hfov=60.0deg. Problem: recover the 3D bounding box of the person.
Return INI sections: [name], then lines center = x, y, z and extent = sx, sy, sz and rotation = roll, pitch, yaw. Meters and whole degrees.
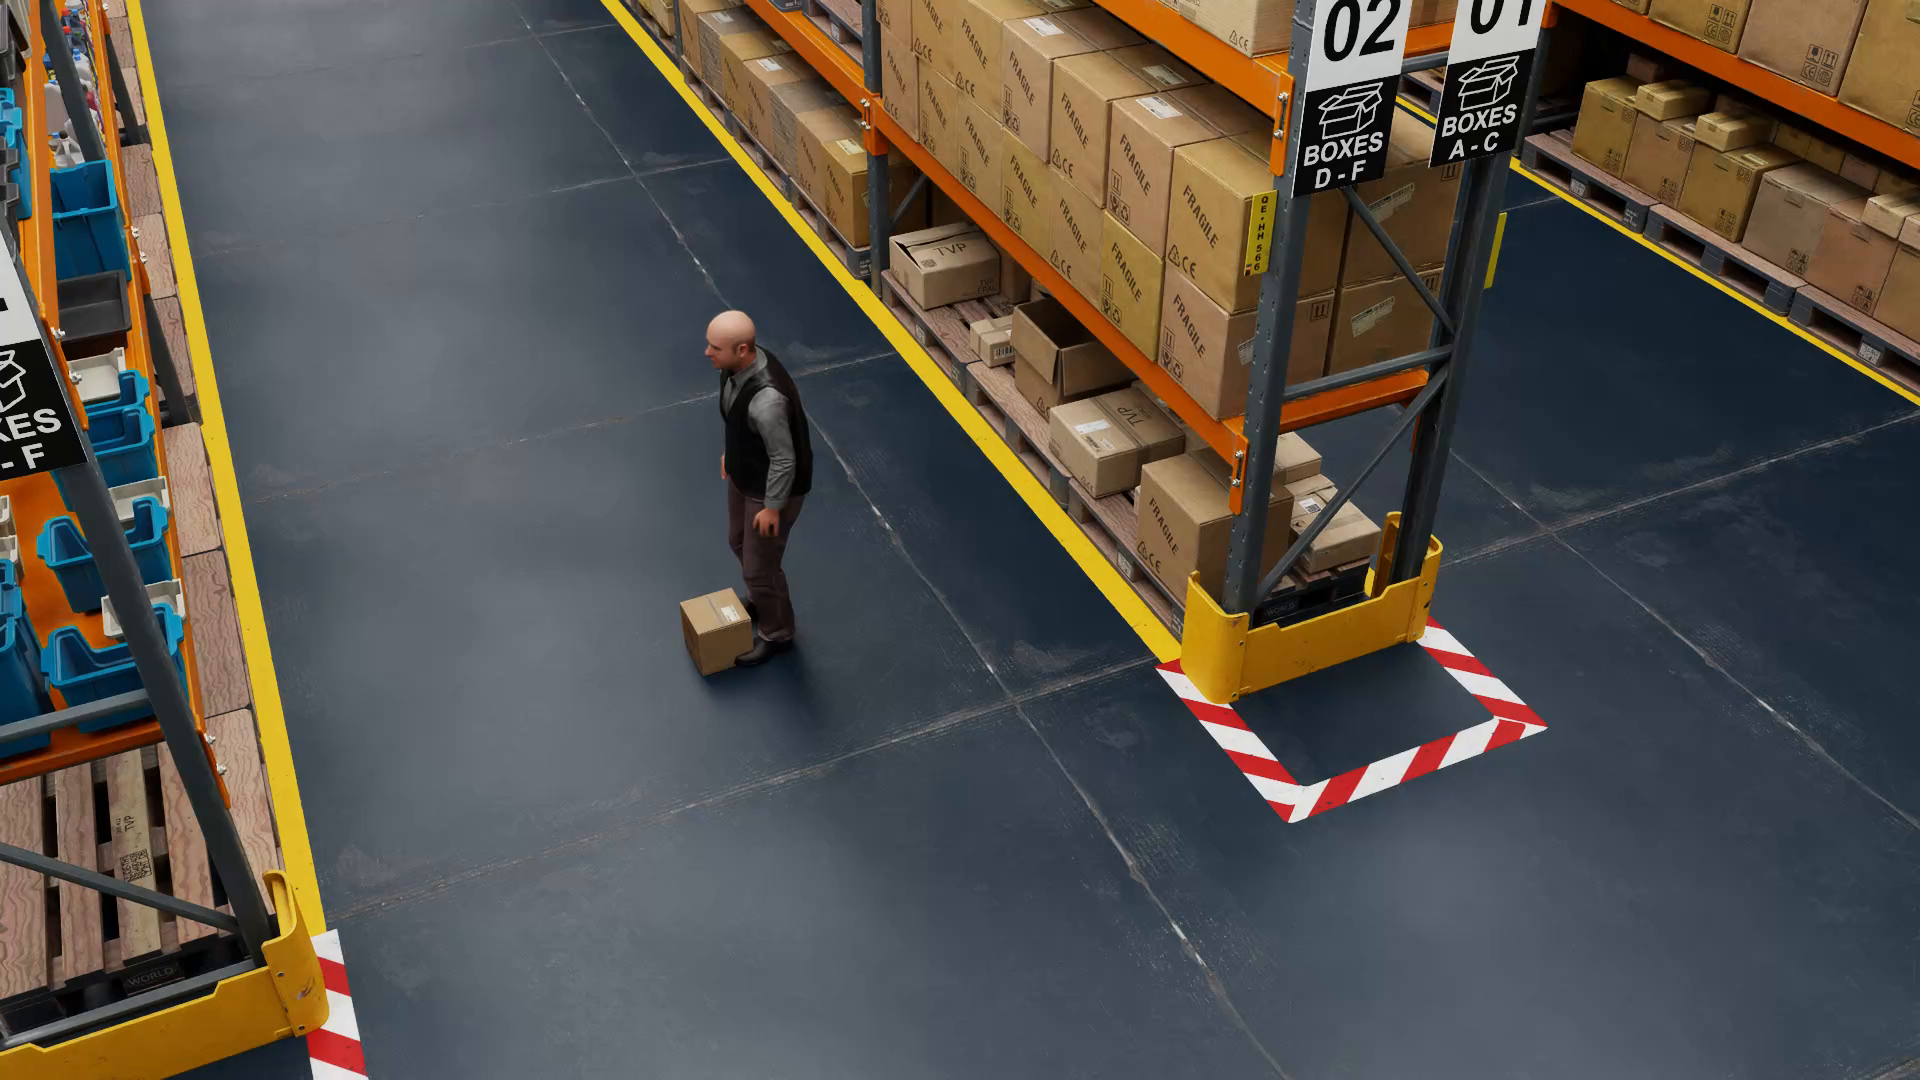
[person]
center = -0.873, -0.243, 7.197
extent = 0.460, 1.721, 0.580
rotation = -16, 40, -20
